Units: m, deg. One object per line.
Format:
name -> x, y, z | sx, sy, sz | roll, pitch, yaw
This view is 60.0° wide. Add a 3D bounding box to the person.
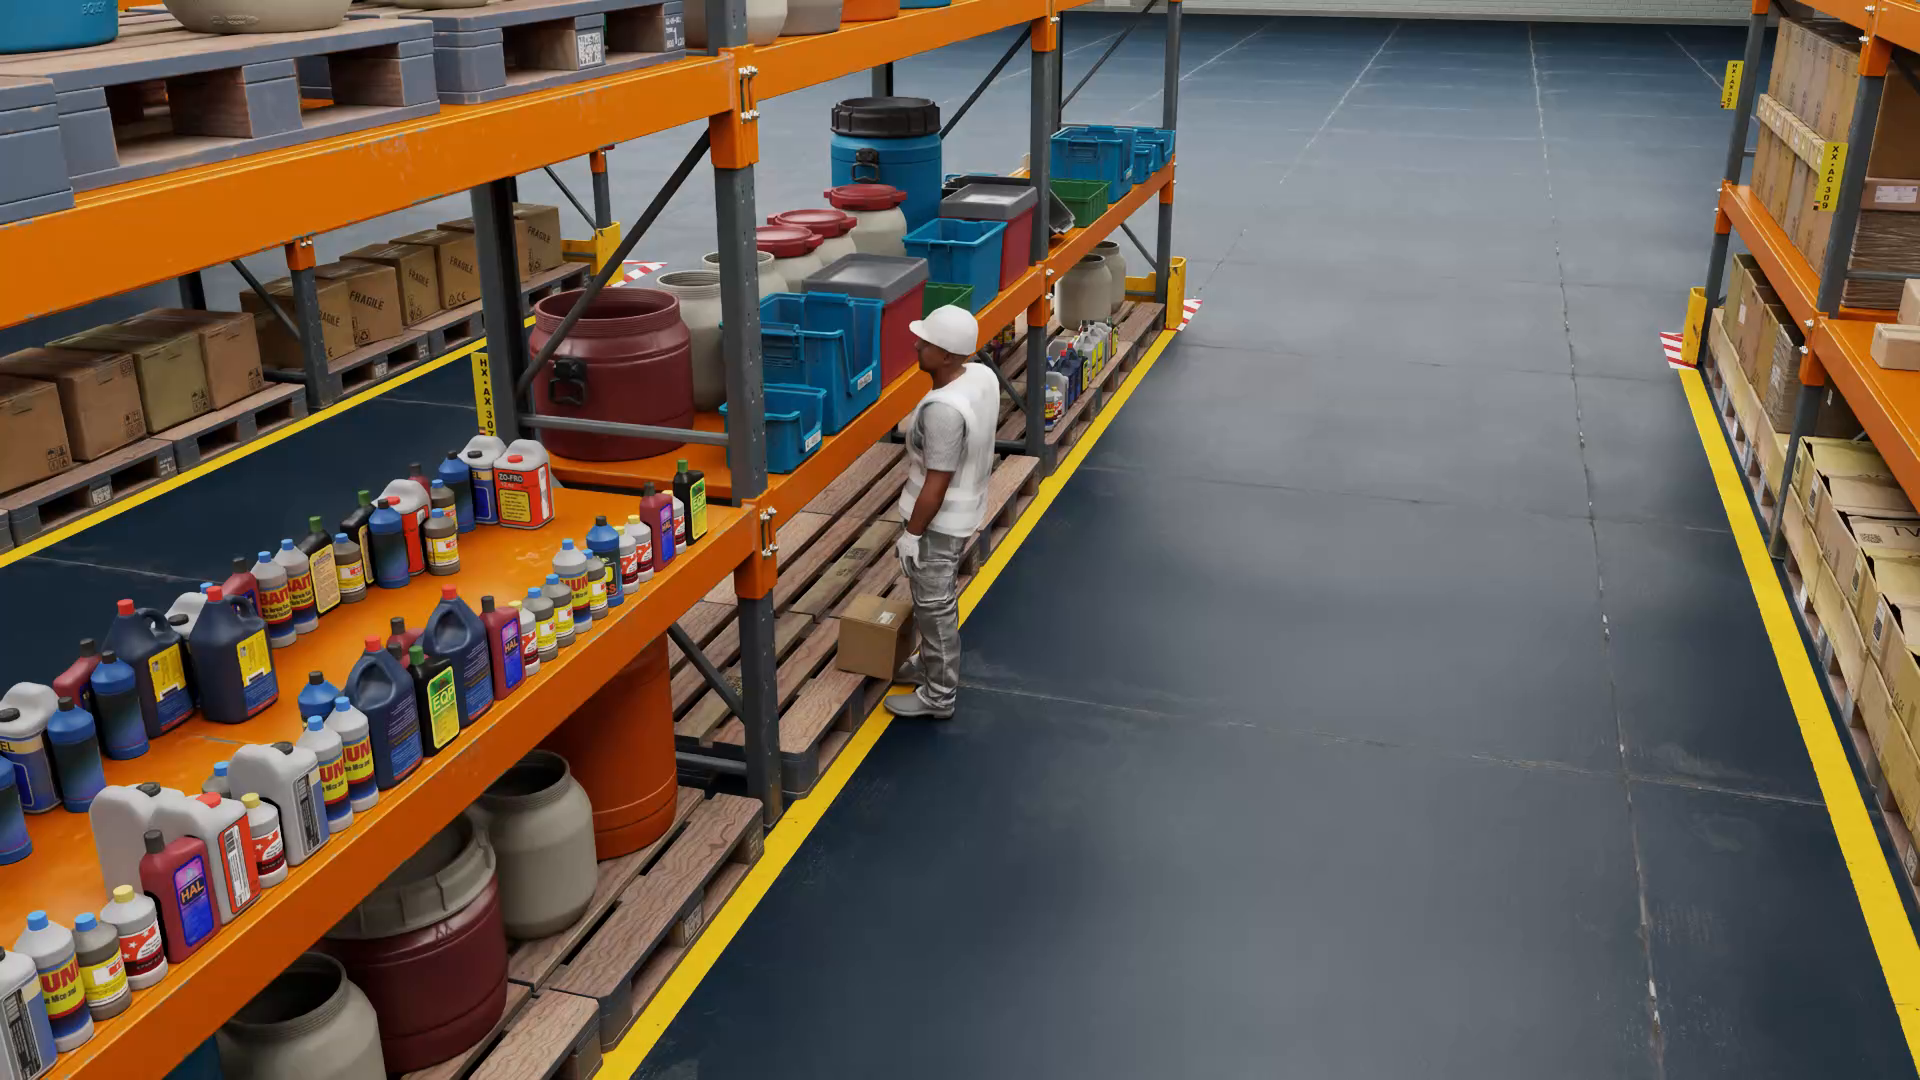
person -> -0.148, -0.104, 6.796 | 0.576, 1.784, 0.657 | 6, 23, 15
